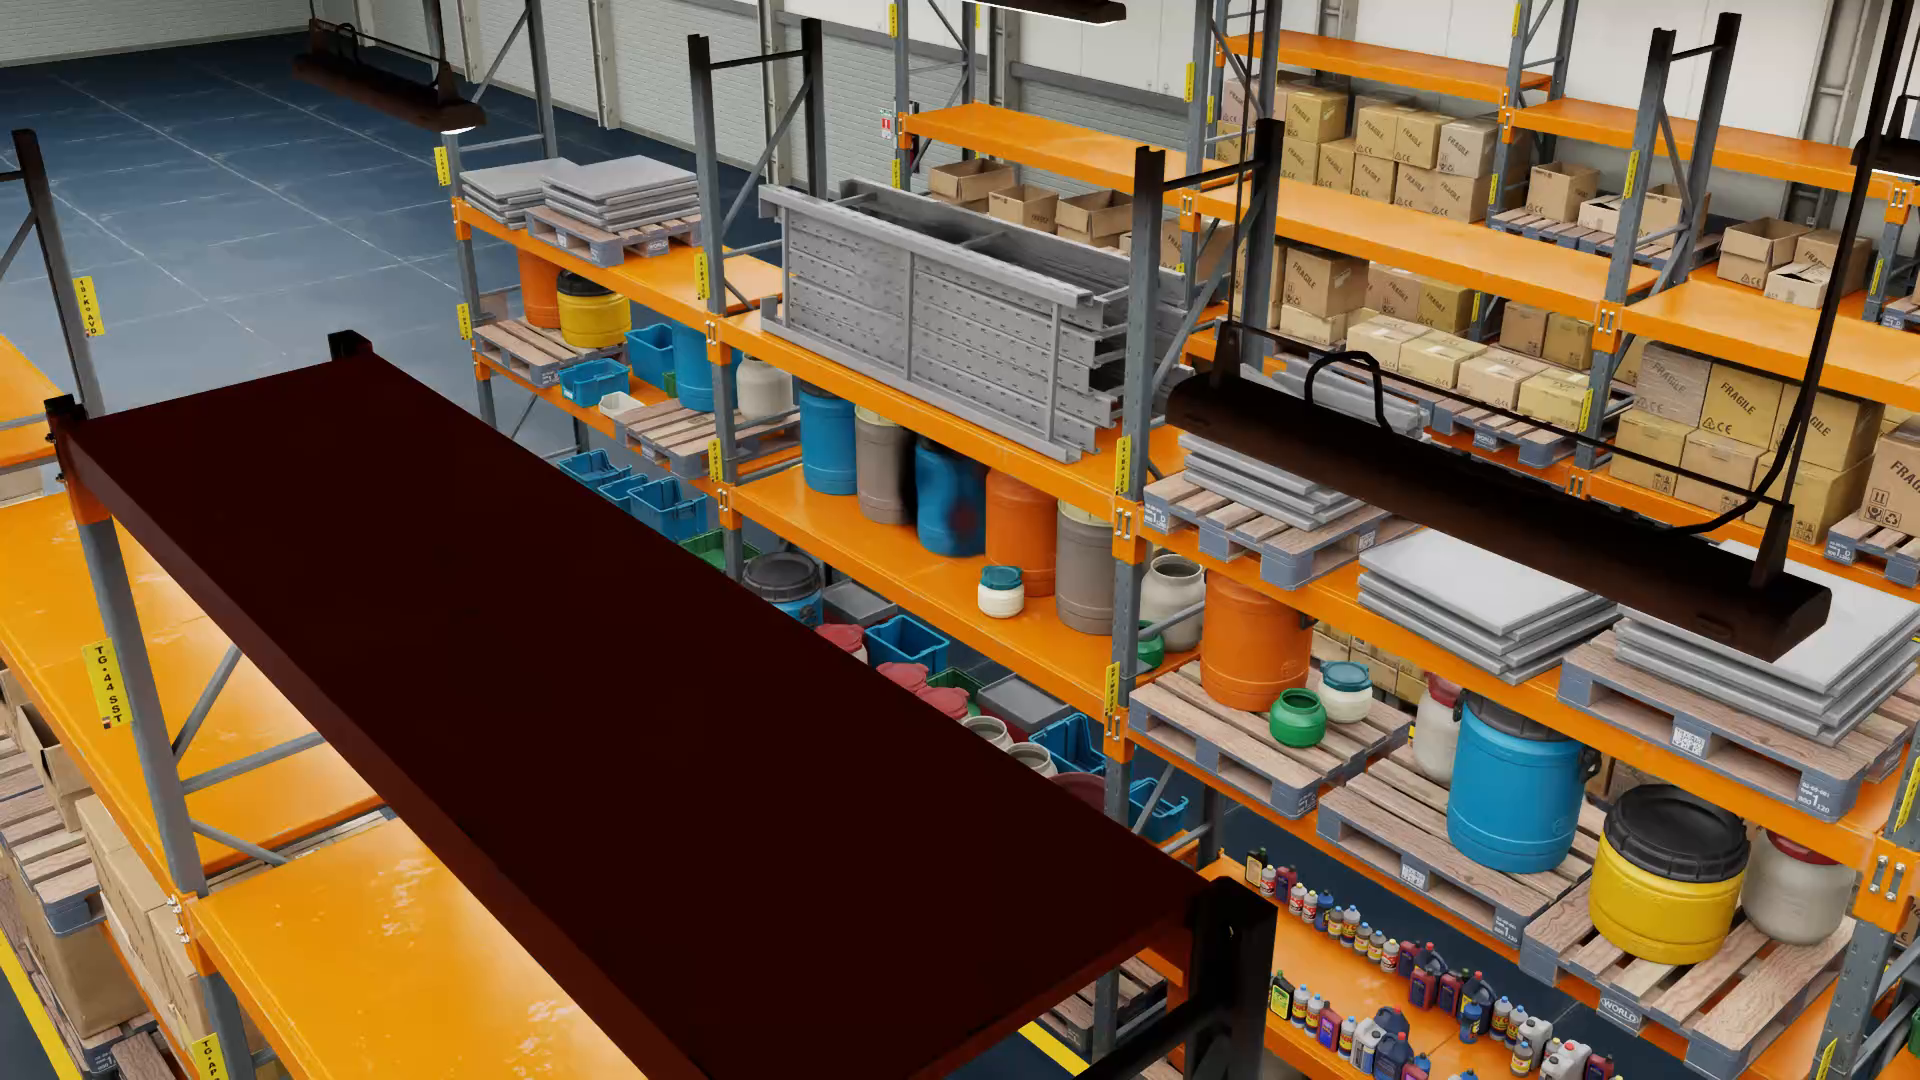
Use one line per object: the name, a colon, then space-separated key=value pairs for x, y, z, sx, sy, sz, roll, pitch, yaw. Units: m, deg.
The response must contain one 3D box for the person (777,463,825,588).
person: x=-1.597 y=-0.236 z=16.244 sx=0.825 sy=1.720 sz=0.693 roll=-1 pitch=27 yaw=-2
